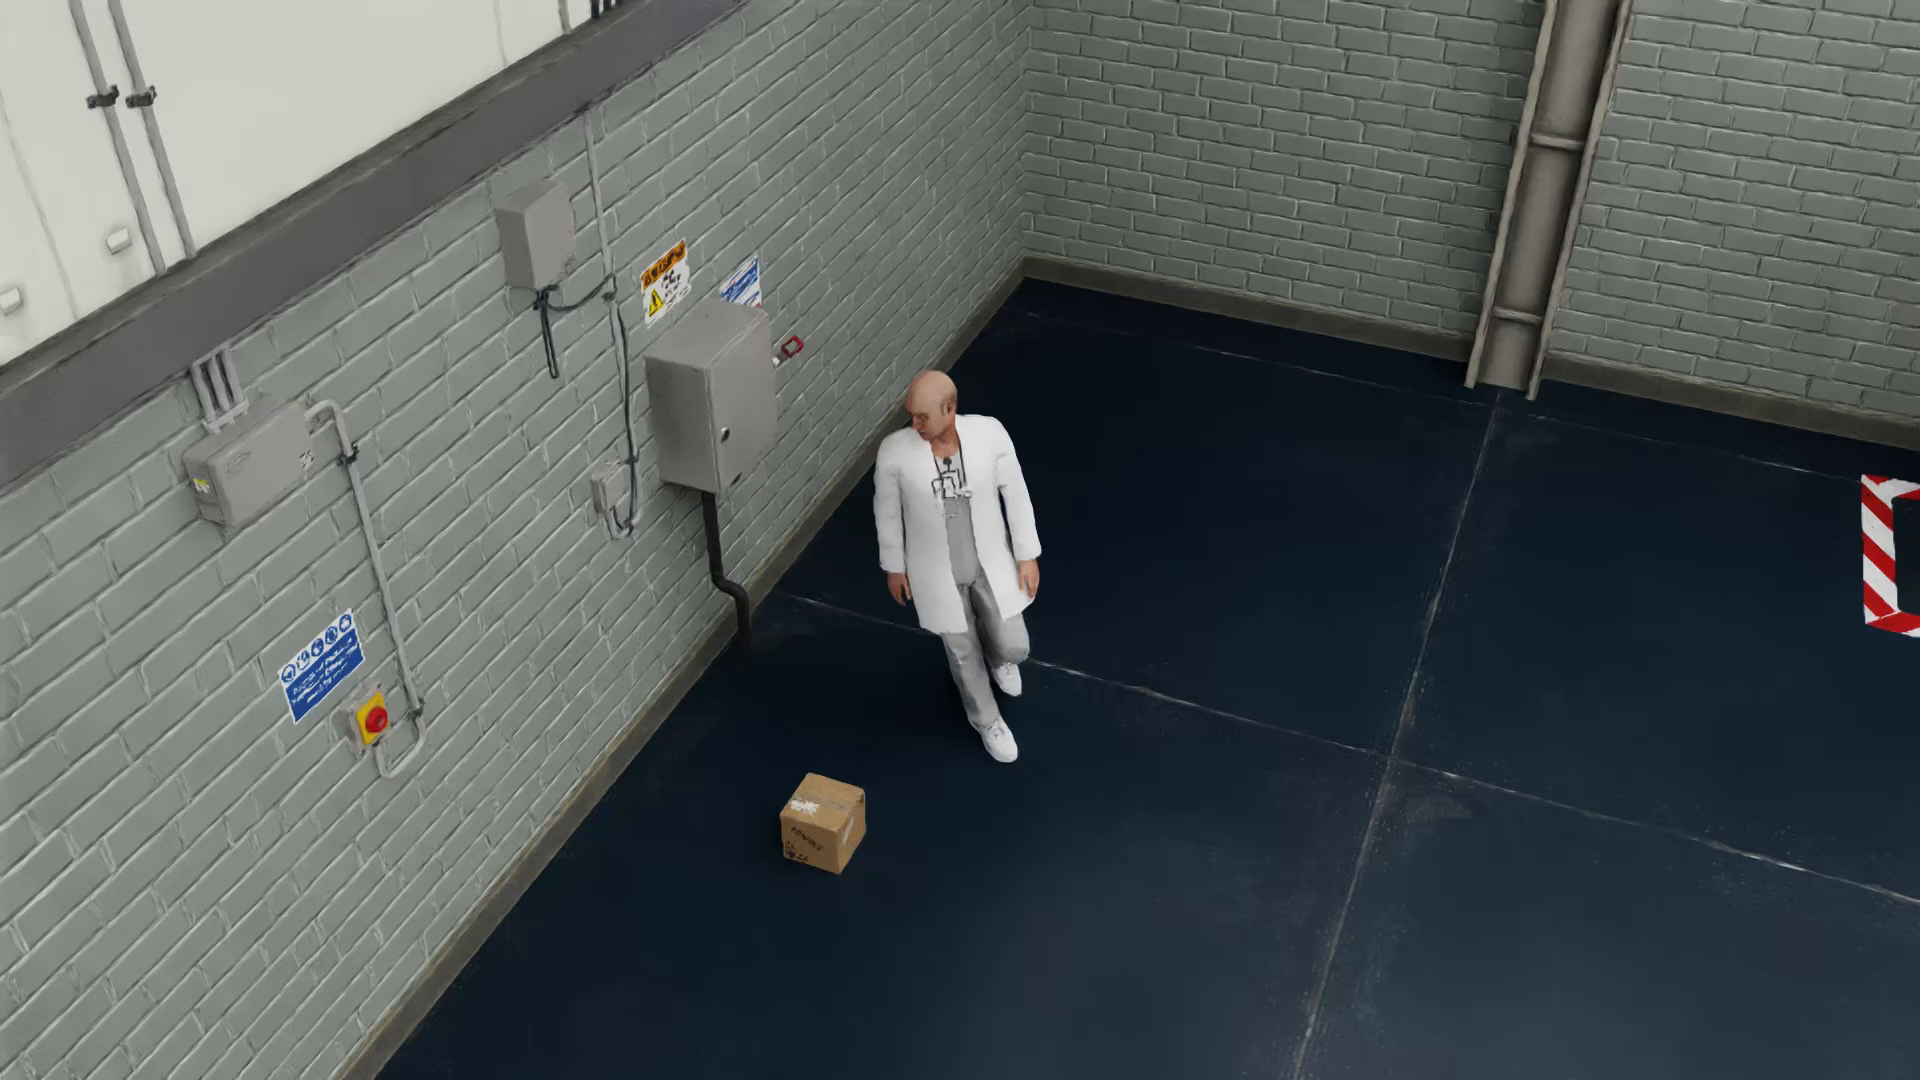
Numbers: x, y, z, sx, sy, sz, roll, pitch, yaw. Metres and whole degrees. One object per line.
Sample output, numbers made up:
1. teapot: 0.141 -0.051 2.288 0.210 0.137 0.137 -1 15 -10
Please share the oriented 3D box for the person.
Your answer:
1. person: -0.002 0.101 6.714 0.652 1.764 0.595 -8 38 -10
